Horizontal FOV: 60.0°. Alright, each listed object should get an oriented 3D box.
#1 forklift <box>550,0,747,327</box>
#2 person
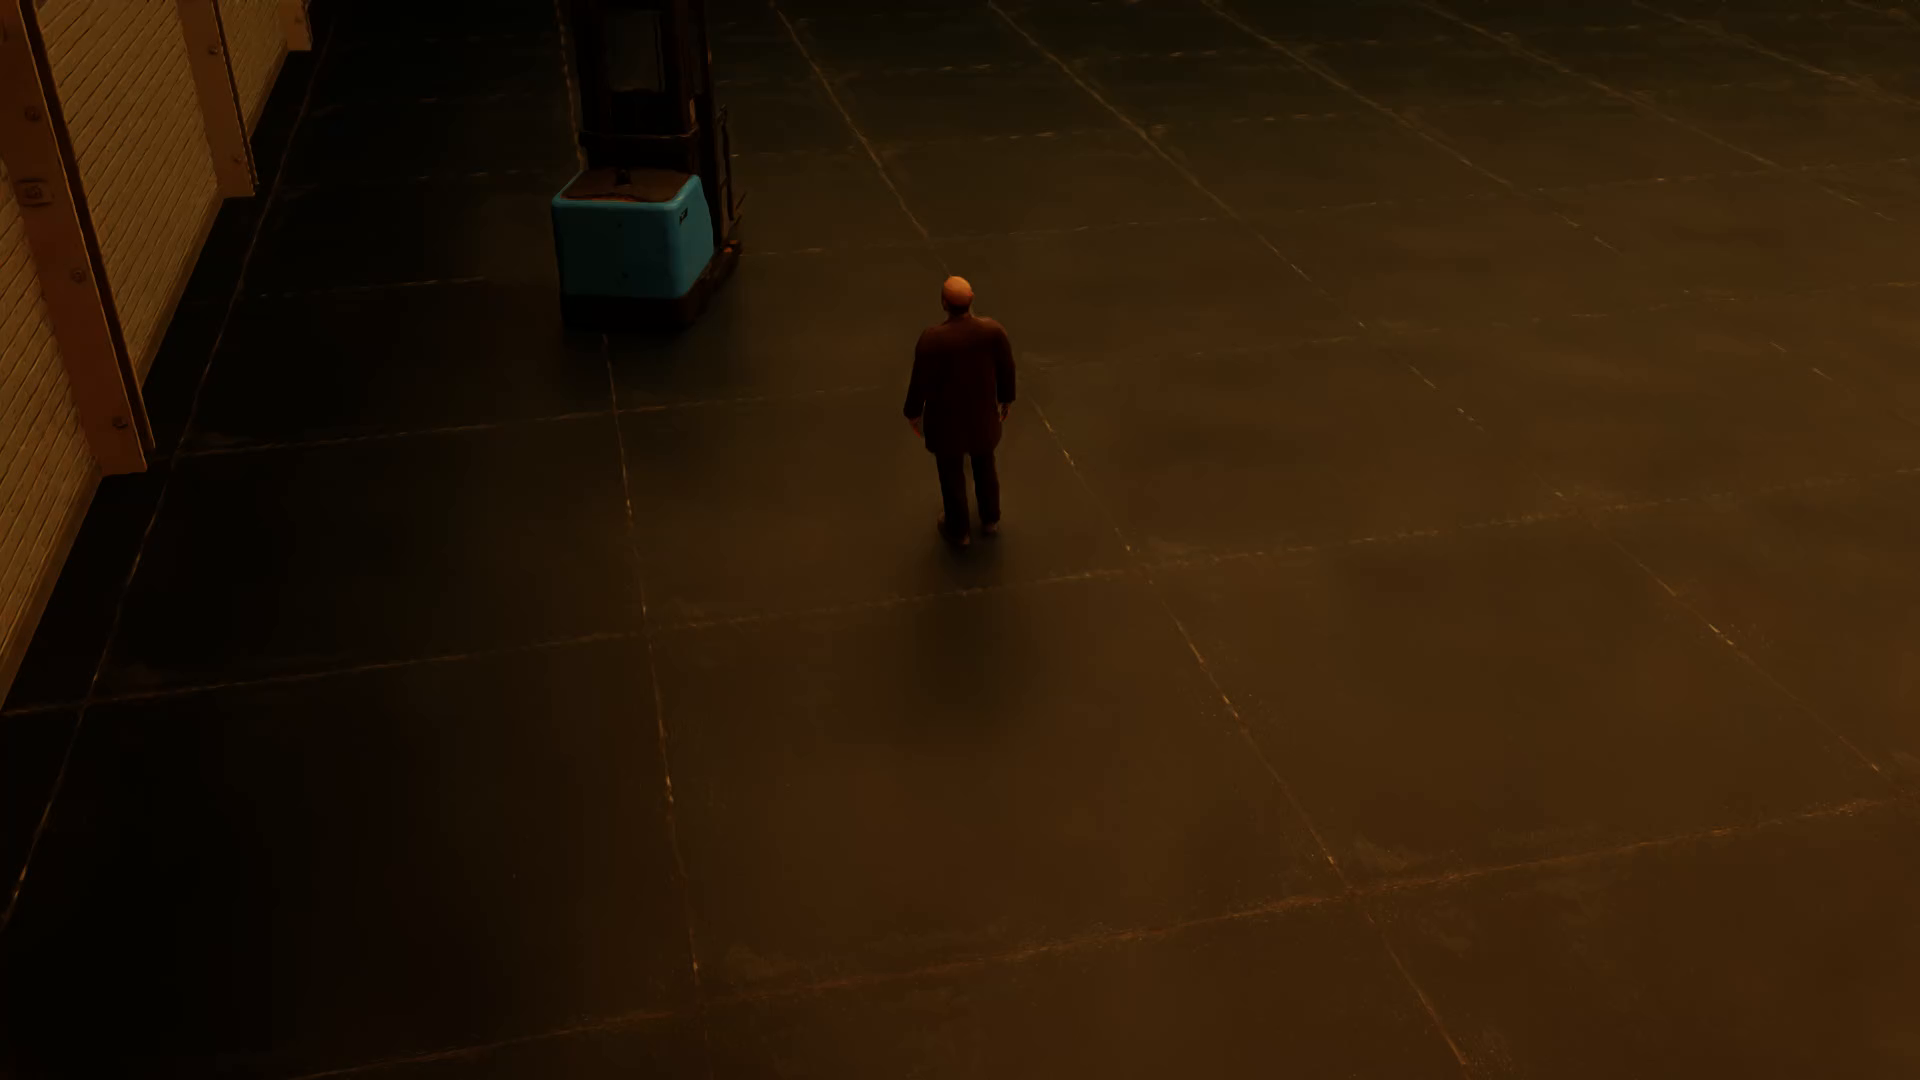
[{"bbox_3d":[-2.537,-3.689,13.946,1.130,2.935,3.031,3,30,6],"label":"forklift"},{"bbox_3d":[-0.017,-0.821,10.129,0.694,1.776,0.580,-7,31,-12],"label":"person"}]
